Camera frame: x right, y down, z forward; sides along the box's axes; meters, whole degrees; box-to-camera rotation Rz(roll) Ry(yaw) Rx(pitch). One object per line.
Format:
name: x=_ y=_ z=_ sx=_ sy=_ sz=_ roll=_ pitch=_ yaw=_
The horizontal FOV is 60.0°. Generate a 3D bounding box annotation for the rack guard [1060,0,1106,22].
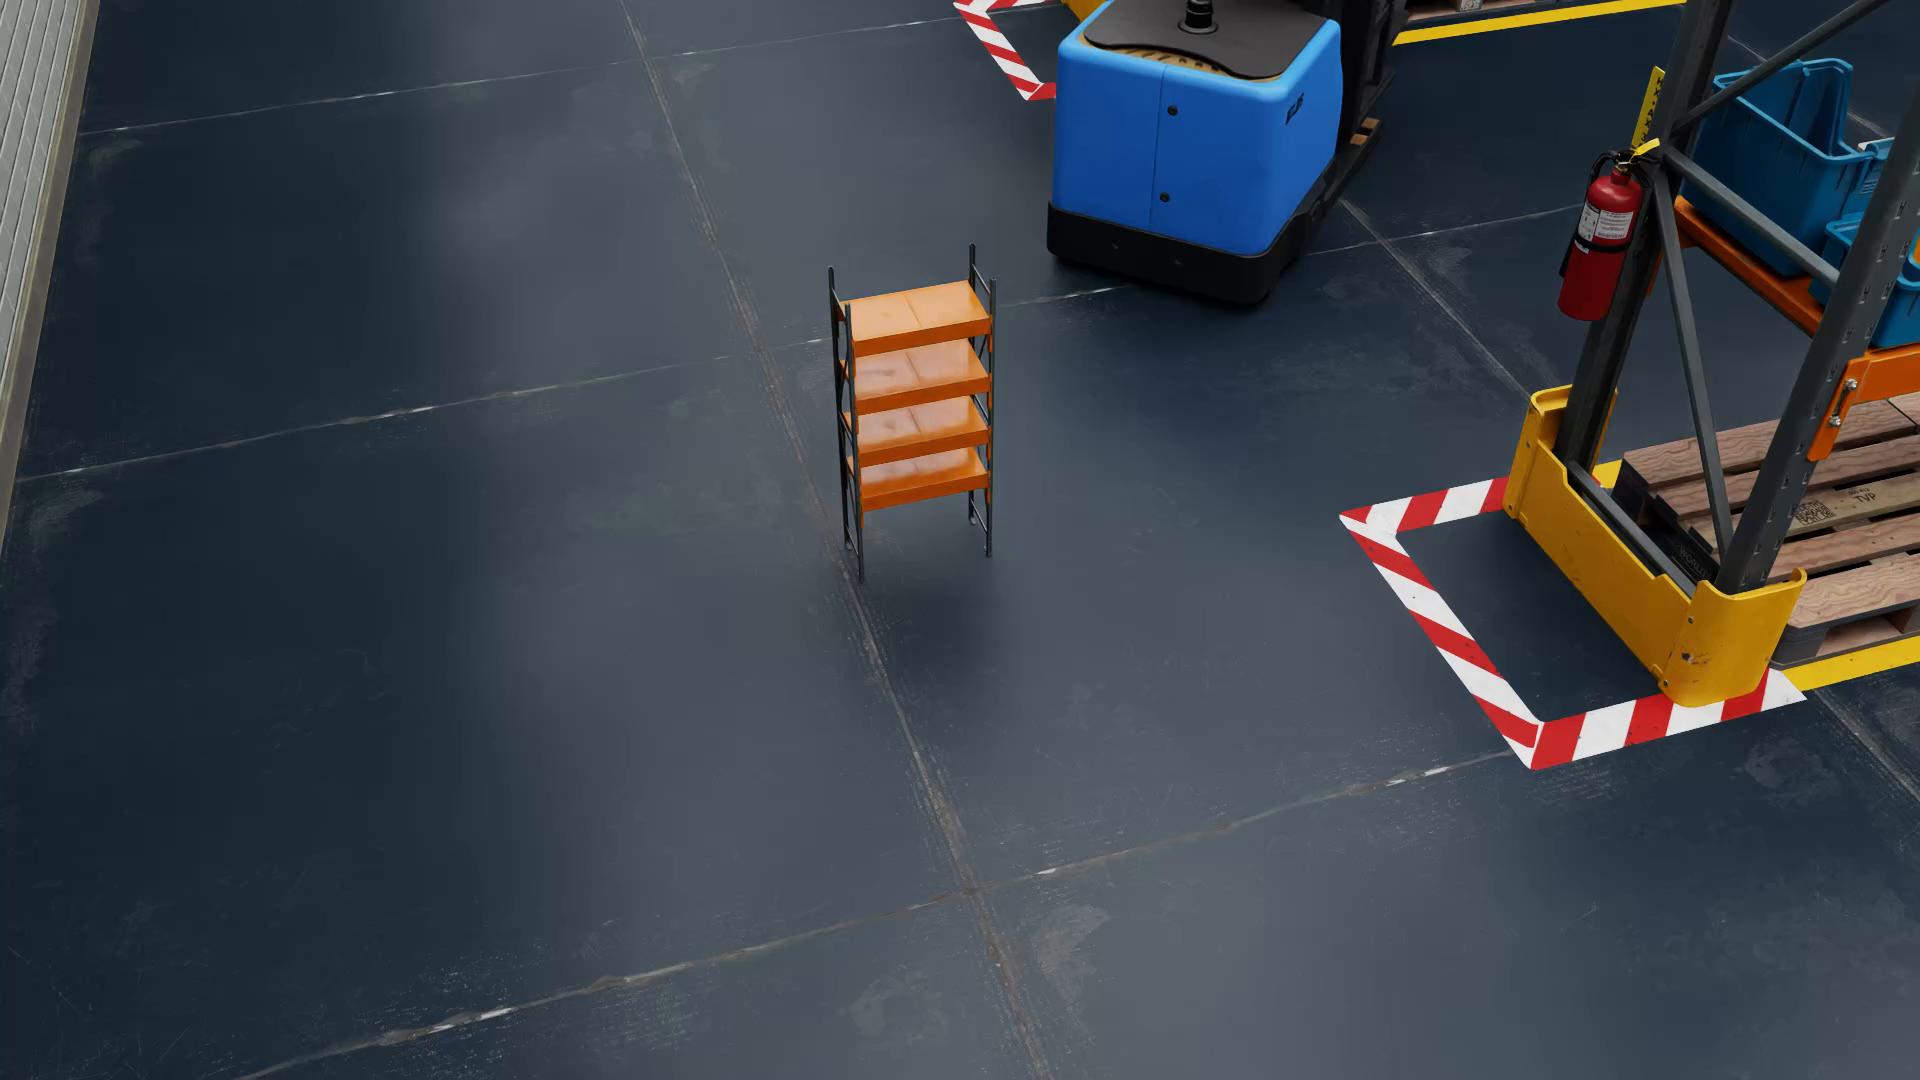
rack guard: x=0.917 y=-3.129 z=9.452 sx=0.348 sy=0.500 sz=1.175 roll=-12 pitch=42 yaw=-13

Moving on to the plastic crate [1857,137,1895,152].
plastic crate: x=3.151 y=-1.165 z=5.459 sx=0.243 sy=0.136 sz=0.396 roll=-12 pitch=42 yaw=-13

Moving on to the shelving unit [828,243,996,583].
shelving unit: x=-0.158 y=-0.419 z=5.818 sx=0.503 sy=1.200 sz=0.258 roll=-12 pitch=42 yaw=-13

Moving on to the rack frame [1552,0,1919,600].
rack frame: x=2.428 y=-0.967 z=5.077 sx=0.127 sy=3.000 sz=1.000 roll=-12 pitch=42 yaw=-13

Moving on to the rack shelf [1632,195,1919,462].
rack shelf: x=4.336 y=-1.091 z=5.766 sx=4.000 sy=0.370 sz=1.077 roll=-12 pitch=42 yaw=-13

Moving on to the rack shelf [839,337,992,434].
rack shelf: x=-0.158 y=-0.537 z=5.715 sx=0.480 sy=0.148 sz=0.258 roll=-12 pitch=42 yaw=-13

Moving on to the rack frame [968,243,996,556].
rack frame: x=0.075 y=-0.467 z=5.873 sx=0.015 sy=1.200 sz=0.240 roll=-12 pitch=42 yaw=-13

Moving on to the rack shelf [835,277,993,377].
rack shelf: x=-0.158 y=-0.715 z=5.559 sx=0.480 sy=0.148 sz=0.258 roll=-12 pitch=42 yaw=-13

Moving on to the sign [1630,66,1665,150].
sign: x=2.247 y=-1.370 z=5.415 sx=0.005 sy=0.325 sz=0.100 roll=-12 pitch=42 yaw=-13

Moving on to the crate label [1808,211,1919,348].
crate label: x=2.762 y=-0.769 z=4.932 sx=0.303 sy=0.233 sz=0.416 roll=-12 pitch=42 yaw=-13

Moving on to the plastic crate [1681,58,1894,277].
plastic crate: x=2.691 y=-1.186 z=5.255 sx=0.499 sy=0.435 sz=0.616 roll=-12 pitch=42 yaw=-13

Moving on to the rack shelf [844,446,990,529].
rack shelf: x=-0.158 y=-0.219 z=5.993 sx=0.480 sy=0.148 sz=0.258 roll=-12 pitch=42 yaw=-13

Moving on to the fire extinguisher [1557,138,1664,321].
fire extinguisher: x=2.148 y=-1.053 z=5.517 sx=0.183 sy=0.674 sz=0.296 roll=-12 pitch=42 yaw=-13

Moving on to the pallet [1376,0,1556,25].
pallet: x=2.841 y=-3.471 z=10.062 sx=1.213 sy=0.211 sz=1.003 roll=-12 pitch=42 yaw=-13

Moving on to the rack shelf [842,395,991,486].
rack shelf: x=-0.158 y=-0.368 z=5.862 sx=0.480 sy=0.148 sz=0.258 roll=-12 pitch=42 yaw=-13

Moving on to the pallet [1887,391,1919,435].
pallet: x=4.388 y=-0.294 z=6.426 sx=1.213 sy=0.211 sz=1.003 roll=-12 pitch=42 yaw=-13

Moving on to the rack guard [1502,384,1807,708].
rack guard: x=2.409 y=-0.013 z=5.885 sx=0.348 sy=0.500 sz=1.175 roll=-12 pitch=42 yaw=-13

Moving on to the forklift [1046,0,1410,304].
forklift: x=1.522 y=-3.108 z=7.580 sx=1.130 sy=2.935 sz=3.031 roll=19 pitch=44 yaw=20

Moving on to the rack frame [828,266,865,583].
rack frame: x=-0.391 y=-0.371 z=5.763 sx=0.015 sy=1.200 sz=0.240 roll=-12 pitch=42 yaw=-13

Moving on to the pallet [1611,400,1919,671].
pallet: x=3.226 y=-0.056 z=6.153 sx=1.213 sy=0.211 sz=1.003 roll=-12 pitch=42 yaw=-13

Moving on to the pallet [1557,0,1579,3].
pallet: x=4.007 y=-3.714 z=10.341 sx=1.213 sy=0.211 sz=1.003 roll=-12 pitch=42 yaw=-13
